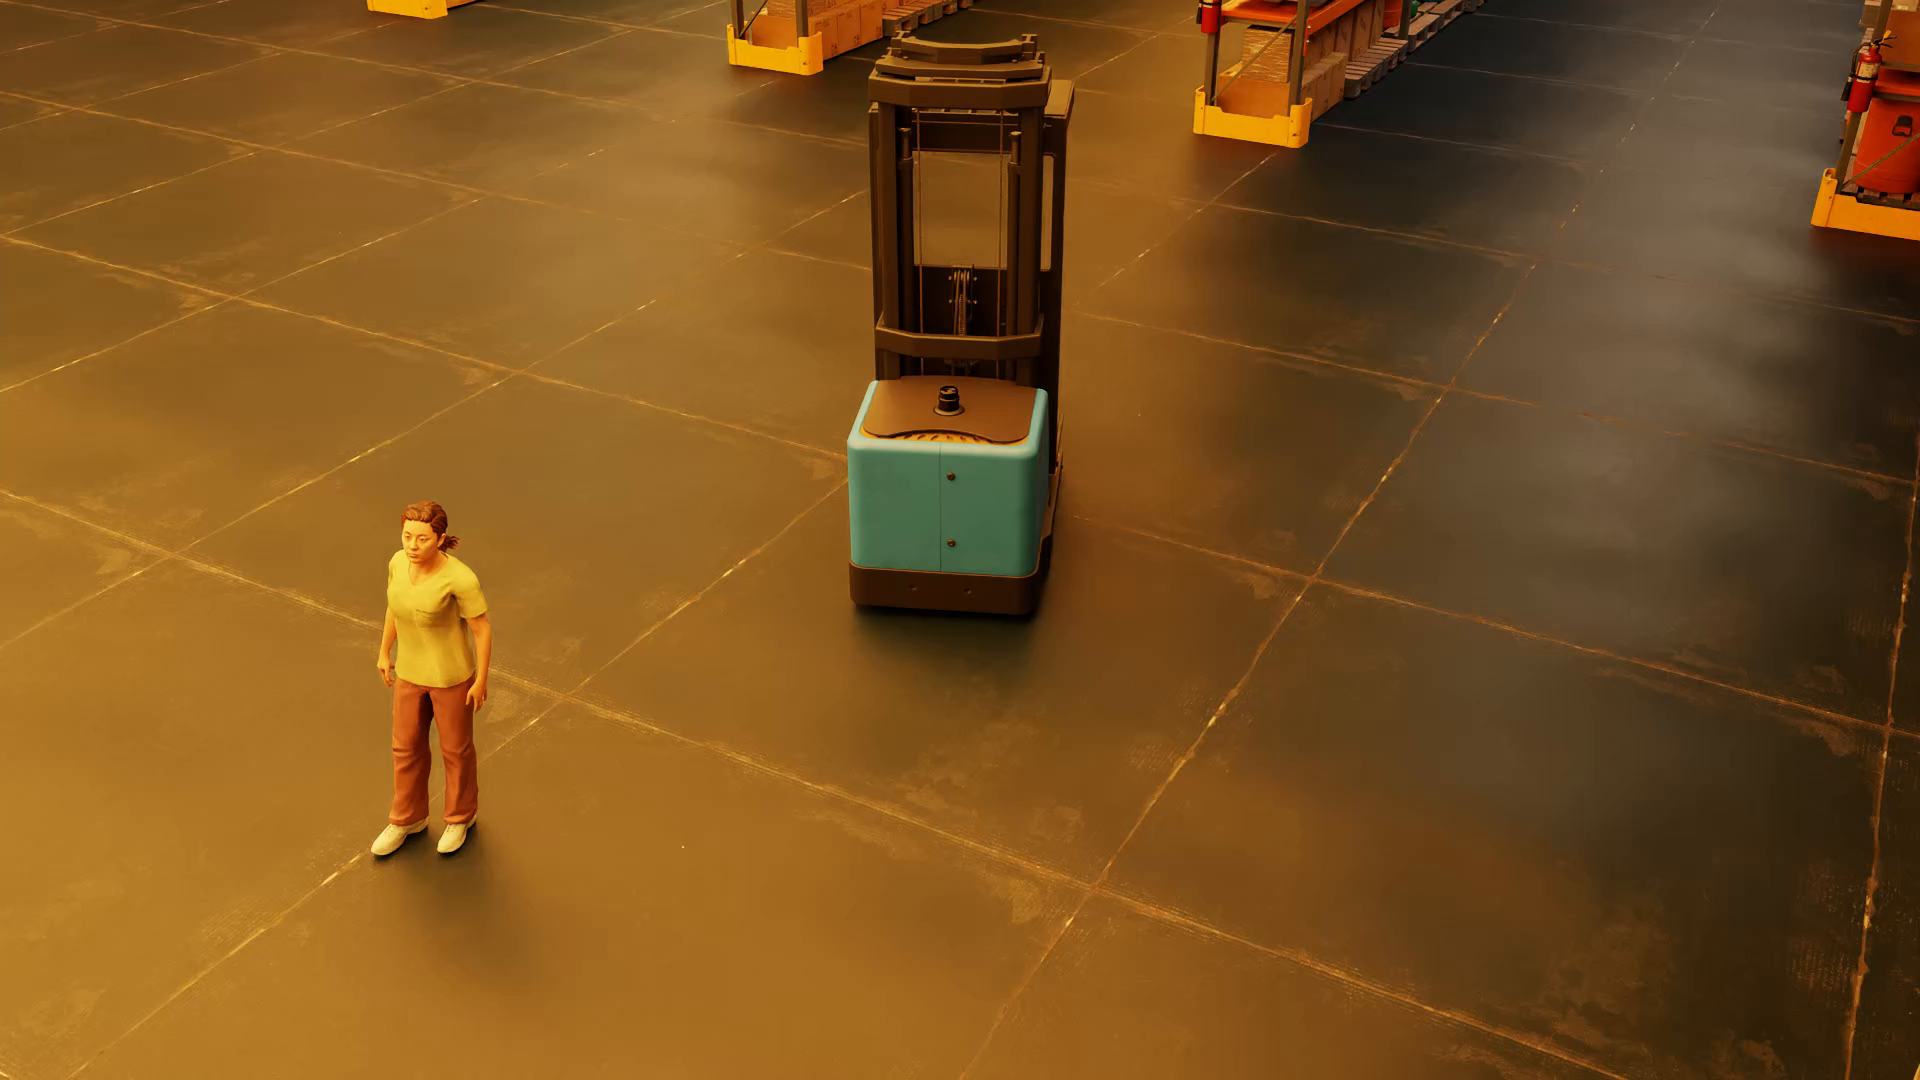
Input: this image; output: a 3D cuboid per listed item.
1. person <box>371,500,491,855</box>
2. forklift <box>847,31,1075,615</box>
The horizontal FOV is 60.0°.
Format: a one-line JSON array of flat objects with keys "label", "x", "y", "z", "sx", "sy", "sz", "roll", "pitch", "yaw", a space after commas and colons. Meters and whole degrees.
[{"label": "person", "x": -2.325, "y": 0.622, "z": 7.234, "sx": 0.553, "sy": 1.674, "sz": 0.548, "roll": 10, "pitch": 31, "yaw": 17}, {"label": "forklift", "x": 0.072, "y": -1.572, "z": 9.794, "sx": 1.130, "sy": 2.935, "sz": 3.031, "roll": 3, "pitch": 30, "yaw": 6}]
